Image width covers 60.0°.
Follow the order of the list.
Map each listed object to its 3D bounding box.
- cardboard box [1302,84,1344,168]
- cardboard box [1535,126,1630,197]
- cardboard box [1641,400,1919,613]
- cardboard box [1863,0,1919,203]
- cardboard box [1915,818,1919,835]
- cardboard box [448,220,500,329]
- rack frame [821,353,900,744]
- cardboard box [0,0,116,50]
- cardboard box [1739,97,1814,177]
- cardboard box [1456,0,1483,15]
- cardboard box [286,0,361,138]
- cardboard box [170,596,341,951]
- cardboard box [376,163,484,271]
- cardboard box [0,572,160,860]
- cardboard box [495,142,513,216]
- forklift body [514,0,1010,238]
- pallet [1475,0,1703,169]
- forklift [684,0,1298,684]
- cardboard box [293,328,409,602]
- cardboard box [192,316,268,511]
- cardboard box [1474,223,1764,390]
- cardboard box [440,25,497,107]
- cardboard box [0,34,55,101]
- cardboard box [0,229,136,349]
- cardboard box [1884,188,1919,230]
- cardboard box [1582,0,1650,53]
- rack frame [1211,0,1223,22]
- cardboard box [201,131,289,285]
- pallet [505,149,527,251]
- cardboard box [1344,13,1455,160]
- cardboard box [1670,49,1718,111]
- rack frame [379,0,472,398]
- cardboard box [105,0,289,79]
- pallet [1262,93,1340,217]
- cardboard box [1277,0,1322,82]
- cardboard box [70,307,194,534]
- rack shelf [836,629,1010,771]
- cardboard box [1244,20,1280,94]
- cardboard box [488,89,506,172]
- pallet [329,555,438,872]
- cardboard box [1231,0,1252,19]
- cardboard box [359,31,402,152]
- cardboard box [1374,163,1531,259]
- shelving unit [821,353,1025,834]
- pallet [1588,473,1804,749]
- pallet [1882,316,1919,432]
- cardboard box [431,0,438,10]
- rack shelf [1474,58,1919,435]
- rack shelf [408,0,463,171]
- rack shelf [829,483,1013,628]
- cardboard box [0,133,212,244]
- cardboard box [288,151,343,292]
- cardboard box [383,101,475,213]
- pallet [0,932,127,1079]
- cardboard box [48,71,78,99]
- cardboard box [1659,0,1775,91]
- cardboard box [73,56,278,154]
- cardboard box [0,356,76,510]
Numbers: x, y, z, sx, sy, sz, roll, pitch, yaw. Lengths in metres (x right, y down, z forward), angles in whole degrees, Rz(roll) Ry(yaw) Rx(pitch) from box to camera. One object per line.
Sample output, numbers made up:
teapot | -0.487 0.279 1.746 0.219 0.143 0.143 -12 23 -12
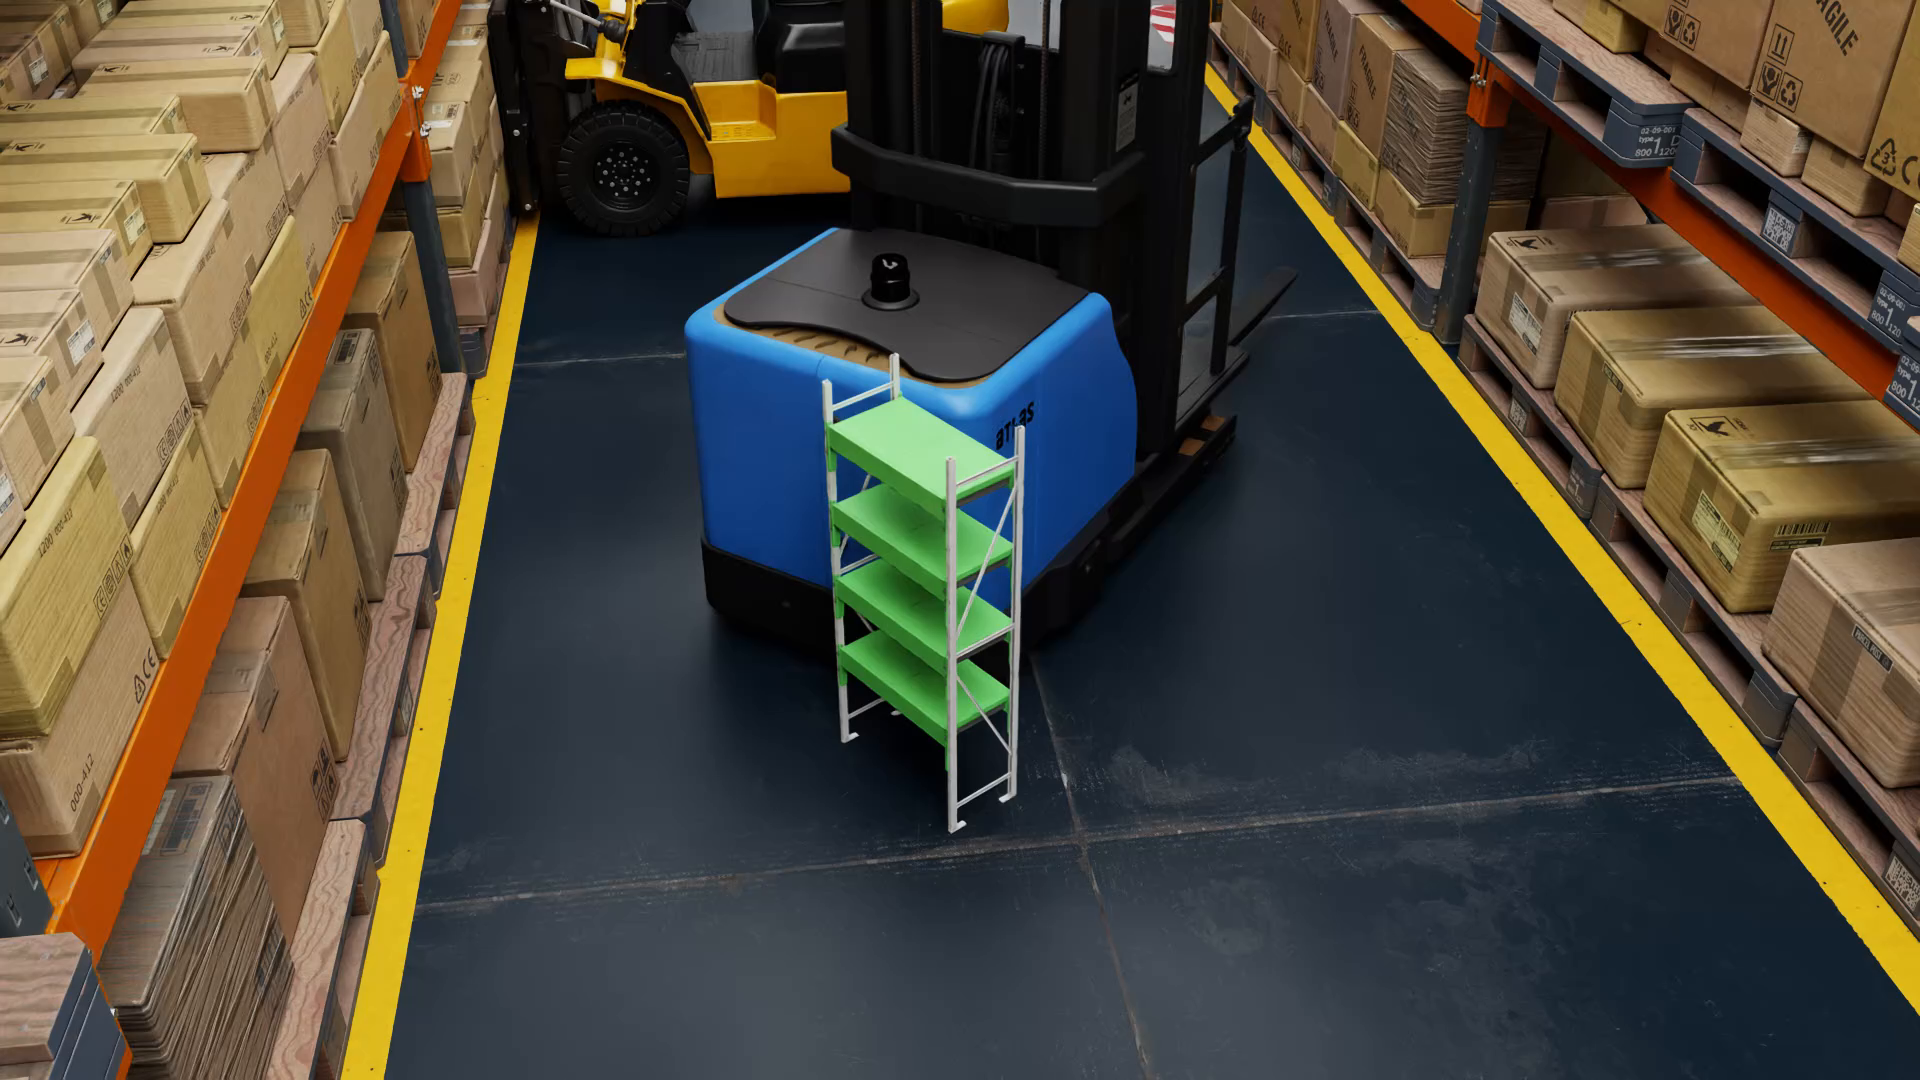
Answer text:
cardboard box | 2.006 -2.043 8.153 0.500 0.250 0.500 -4 34 -6
cardboard box | 2.685 -1.813 7.149 0.500 0.500 0.500 -3 34 -4
cardboard box | 2.765 -0.122 5.226 0.950 0.372 0.625 -3 34 -5
cardboard box | 2.549 -1.023 3.862 0.500 0.500 0.500 -7 35 -10
cardboard box | 2.969 0.713 4.001 0.950 0.372 0.625 -7 35 -10
cardboard box | -2.158 -1.070 6.725 0.500 0.250 0.500 -4 34 -6
rack frame | -0.254 0.055 4.604 0.240 1.200 0.015 -26 42 -32
cardboard box | -2.514 -1.401 4.477 0.380 0.149 0.250 -5 35 -7
cardboard box | 2.406 -1.124 4.586 0.380 0.149 0.250 -3 34 -5
cardboard box | 2.152 -2.168 6.491 0.380 0.149 0.250 -5 35 -7
cardboard box | -2.025 -1.341 4.744 0.500 0.250 0.500 -5 35 -8
cardboard box | -2.049 0.589 3.958 0.875 0.625 0.625 -3 34 -5
cardboard box | -2.180 -1.275 6.582 0.500 0.250 0.500 -5 35 -7
cardboard box | -1.701 0.290 2.794 0.500 0.250 0.500 -4 35 -6
cardboard box | -2.326 -1.638 7.558 0.500 0.250 0.500 -4 34 -6
forklift body | -0.896 -2.699 7.801 2.313 2.155 1.214 -4 35 -6
pallet | 2.456 -1.599 5.603 1.003 0.211 1.213 -4 35 -6
forklift | 0.370 -1.536 5.402 1.130 2.935 3.031 18 38 25
cardboard box | -2.243 -0.206 5.125 0.875 0.625 0.625 -5 35 -7
cardboard box | -1.840 -0.278 3.627 0.500 0.250 0.500 -5 35 -8
cardboard box | 2.570 -0.911 6.384 0.950 0.372 0.625 -4 34 -6
cardboard box | -2.312 -2.045 7.268 0.500 0.250 0.500 -3 34 -5
cardboard box | -2.467 -1.119 4.064 0.380 0.149 0.250 -5 35 -7
cardboard box | -1.779 -0.450 3.083 0.380 0.149 0.250 -4 34 -6
cardboard box | 2.586 -0.843 4.174 0.380 0.149 0.250 -4 34 -6
cardboard box | 2.283 -1.713 5.450 0.380 0.149 0.250 -4 34 -5
rack frame | 1.959 -4.348 9.466 1.000 3.000 0.127 -4 35 -6
cardboard box | -1.913 -0.772 3.909 0.500 0.250 0.500 -4 34 -6
pallet | -2.654 -1.715 8.079 1.003 0.211 1.213 -4 35 -6
cardboard box | 2.081 -2.056 7.507 0.500 0.500 0.500 -4 34 -6
cardboard box | 2.390 -1.414 5.012 0.380 0.149 0.250 -4 34 -6
rack frame | -2.421 -1.738 5.636 1.000 3.000 0.127 -4 35 -6
cardboard box | -1.982 -1.302 4.333 0.380 0.149 0.250 -5 35 -8
pallet | 2.204 -2.018 8.524 1.003 0.211 1.213 -4 35 -6
cardboard box | 1.931 -2.639 8.361 0.500 0.500 0.500 -4 34 -5
cardboard box | -1.767 -0.196 3.063 0.500 0.250 0.500 -3 34 -5
rack shelf | -0.096 0.410 4.622 0.258 0.148 0.480 -26 42 -32
cardboard box | 1.855 -2.629 9.012 0.500 0.250 0.500 -3 34 -5
cardboard box | -2.306 -1.837 7.407 0.500 0.250 0.500 -5 35 -7
pallet | -2.116 0.505 4.821 1.003 0.211 1.213 -4 35 -6
cardboard box | 1.797 -3.211 9.201 0.500 0.500 0.500 -5 35 -8
cardboard box | -2.094 -1.414 5.295 0.500 0.250 0.500 -4 34 -5
cardboard box | 2.151 -1.463 7.301 0.500 0.250 0.500 -3 34 -4
shelving unit | -0.096 0.159 4.450 0.258 1.200 0.503 -26 42 -32
pallet | 2.771 0.153 5.338 1.003 0.211 1.213 -4 35 -6
pallet | 2.834 -0.194 3.541 1.213 0.211 1.003 -4 35 -6
cardboard box | -2.308 -2.336 6.425 0.500 0.500 0.500 -4 34 -6
rack shelf | 2.766 -0.702 4.756 1.077 0.370 4.000 -4 35 -6
rack shelf | -2.690 -2.557 7.477 1.077 0.370 4.000 -4 35 -6
rack shelf | -0.096 0.014 4.351 0.258 0.148 0.480 -26 42 -32
cardboard box | -1.818 -0.735 3.500 0.380 0.149 0.250 -4 34 -5
cardboard box | -1.984 -0.855 4.474 0.500 0.250 0.500 -4 34 -6
cardboard box | -2.175 -1.482 6.442 0.500 0.250 0.500 -5 35 -7
pallet | -1.722 0.947 1.868 1.213 0.211 1.003 -4 35 -6
cardboard box | -2.491 -1.011 4.260 0.500 0.250 0.500 -5 35 -8
cardboard box | 2.397 -1.614 4.729 0.500 0.500 0.500 -5 35 -7
cardboard box | -1.841 -1.020 3.919 0.380 0.149 0.250 -5 35 -8
cardboard box | -1.671 -0.164 2.662 0.380 0.149 0.250 -4 34 -5
